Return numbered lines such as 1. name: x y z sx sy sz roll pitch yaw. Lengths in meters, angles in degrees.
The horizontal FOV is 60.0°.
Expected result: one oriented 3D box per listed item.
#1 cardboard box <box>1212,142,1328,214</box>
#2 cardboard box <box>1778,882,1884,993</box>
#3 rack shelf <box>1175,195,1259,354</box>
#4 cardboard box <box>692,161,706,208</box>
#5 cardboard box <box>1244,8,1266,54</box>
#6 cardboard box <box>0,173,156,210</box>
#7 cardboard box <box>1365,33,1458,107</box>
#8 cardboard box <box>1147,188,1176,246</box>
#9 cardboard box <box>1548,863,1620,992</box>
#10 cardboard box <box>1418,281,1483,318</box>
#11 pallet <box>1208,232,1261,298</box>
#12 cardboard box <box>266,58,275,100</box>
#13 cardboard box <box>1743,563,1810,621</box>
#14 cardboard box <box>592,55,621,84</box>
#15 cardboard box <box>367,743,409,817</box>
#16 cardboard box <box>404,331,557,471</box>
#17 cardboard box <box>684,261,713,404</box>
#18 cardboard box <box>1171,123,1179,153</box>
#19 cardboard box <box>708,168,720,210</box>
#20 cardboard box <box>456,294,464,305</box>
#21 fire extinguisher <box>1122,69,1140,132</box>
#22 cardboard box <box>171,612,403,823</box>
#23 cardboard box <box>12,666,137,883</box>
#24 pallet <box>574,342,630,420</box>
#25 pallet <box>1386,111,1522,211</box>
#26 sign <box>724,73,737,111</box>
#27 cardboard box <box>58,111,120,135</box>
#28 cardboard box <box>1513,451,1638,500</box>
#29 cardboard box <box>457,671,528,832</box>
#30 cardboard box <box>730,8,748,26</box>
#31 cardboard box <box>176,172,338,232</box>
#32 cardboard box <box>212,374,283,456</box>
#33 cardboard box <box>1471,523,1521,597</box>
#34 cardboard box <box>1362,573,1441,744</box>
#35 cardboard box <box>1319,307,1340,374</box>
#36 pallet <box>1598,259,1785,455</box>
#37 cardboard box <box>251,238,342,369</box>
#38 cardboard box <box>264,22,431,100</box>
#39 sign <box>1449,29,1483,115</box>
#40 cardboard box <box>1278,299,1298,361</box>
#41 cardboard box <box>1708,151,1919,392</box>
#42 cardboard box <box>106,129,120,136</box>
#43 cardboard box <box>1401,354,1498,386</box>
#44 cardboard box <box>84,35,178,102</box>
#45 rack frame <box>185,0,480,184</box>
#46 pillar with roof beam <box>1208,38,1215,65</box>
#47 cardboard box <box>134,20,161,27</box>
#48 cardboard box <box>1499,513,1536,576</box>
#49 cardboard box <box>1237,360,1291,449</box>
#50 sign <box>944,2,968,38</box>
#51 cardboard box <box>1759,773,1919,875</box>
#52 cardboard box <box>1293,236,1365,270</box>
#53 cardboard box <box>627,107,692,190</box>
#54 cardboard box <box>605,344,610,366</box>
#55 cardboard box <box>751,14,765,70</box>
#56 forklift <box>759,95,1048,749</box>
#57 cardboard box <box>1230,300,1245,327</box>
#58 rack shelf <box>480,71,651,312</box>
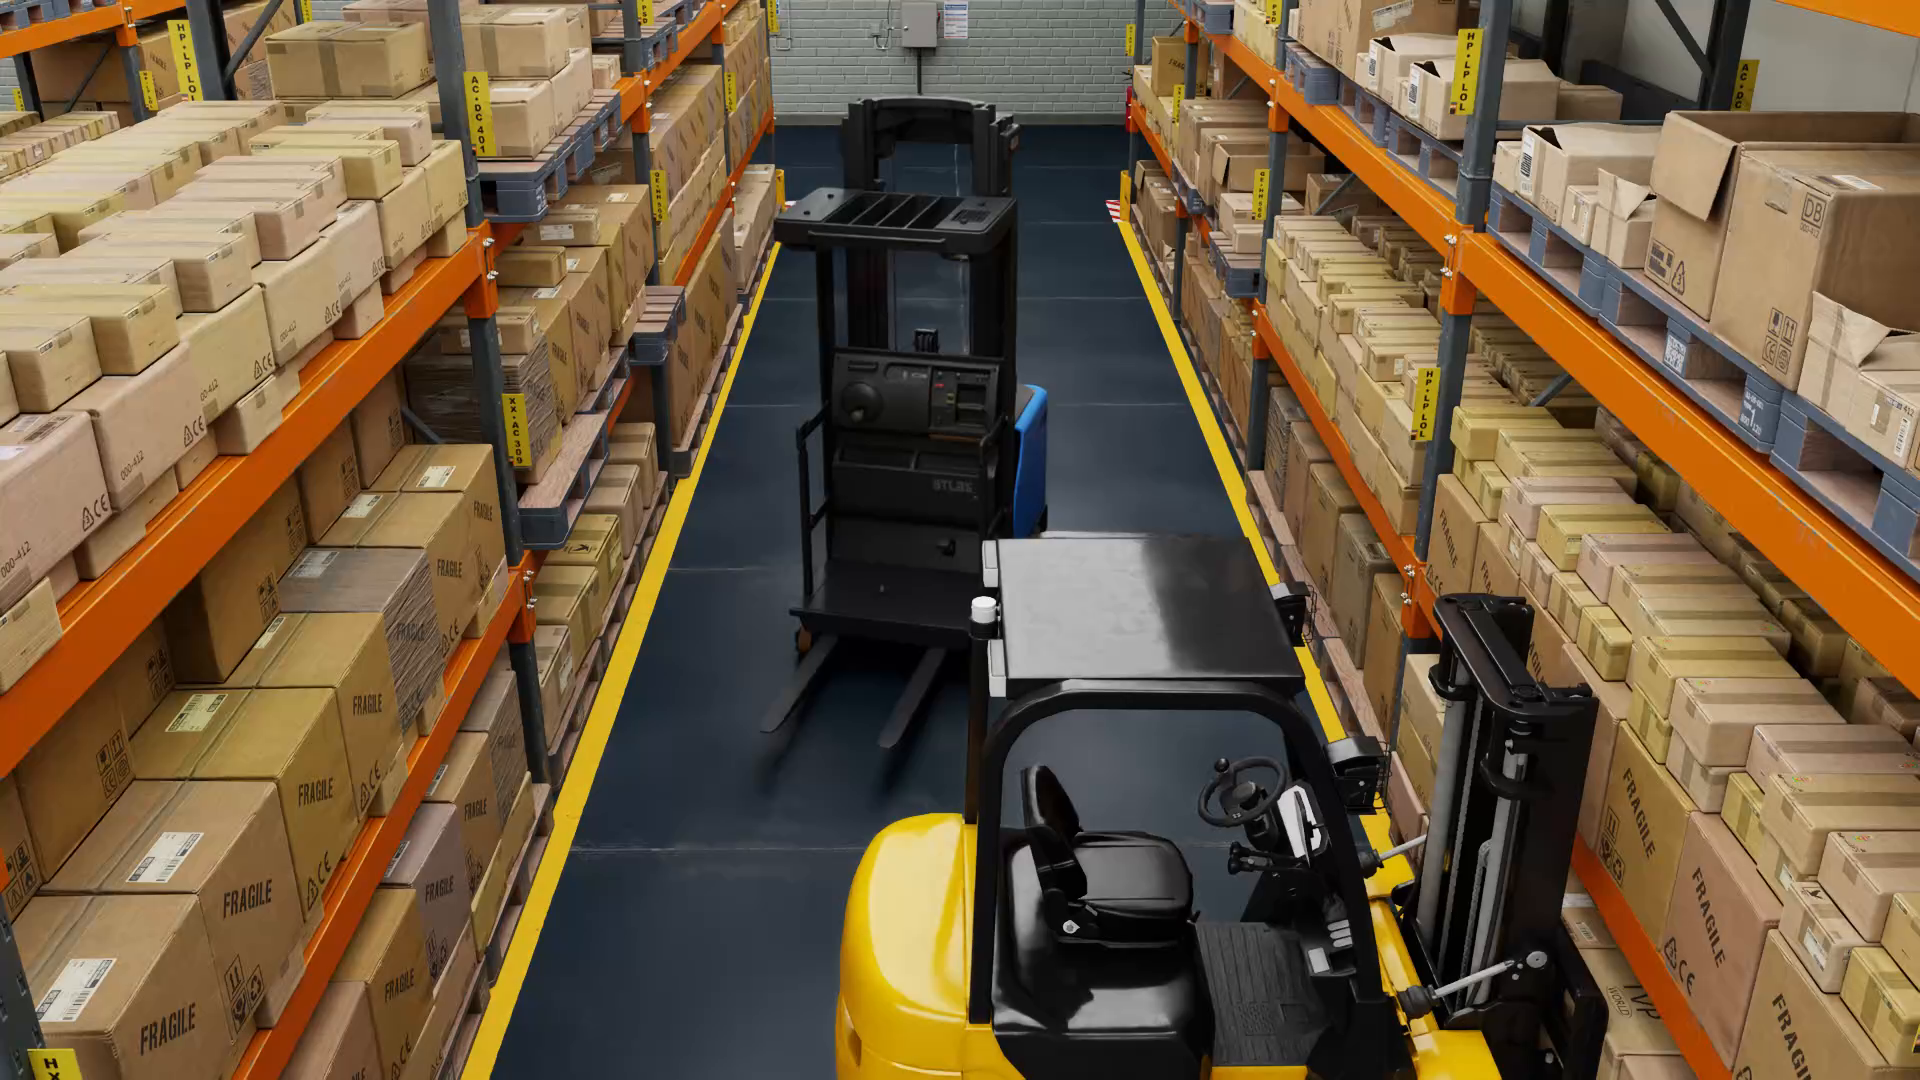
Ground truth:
1. cardboard box: 2.281 -2.650 12.335 0.797 0.503 0.637 -1 24 -2
2. cardboard box: 2.254 0.968 4.061 0.380 0.149 0.250 0 24 0
3. rack shelf: 2.461 -2.237 12.928 1.077 0.370 4.000 0 24 -1
4. cardboard box: -2.229 -2.713 12.685 0.500 0.250 0.500 0 24 0
5. cardboard box: 2.229 -3.456 11.294 0.500 0.250 0.500 0 24 0
6. cardboard box: -2.690 -1.016 5.054 0.380 0.149 0.250 -1 24 -1
7. cardboard box: 2.267 -2.269 7.963 0.500 0.311 0.500 -1 24 -2
8. cardboard box: 2.184 -3.266 16.855 0.500 0.500 0.500 0 24 0
9. cardboard box: 2.229 1.347 5.746 0.500 0.250 0.500 -1 24 -2
10. cardboard box: 2.725 -1.316 9.111 0.380 0.149 0.250 0 24 1
11. pallet: 2.406 -1.932 11.614 1.213 0.211 1.003 0 24 -1
12. cardboard box: -7.253 -4.734 17.095 0.500 0.500 0.500 -1 24 -1
13. cardboard box: 2.786 0.194 5.412 0.380 0.149 0.250 0 24 1
14. cardboard box: -2.267 -2.840 10.054 0.380 0.149 0.250 0 24 -1
15. cardboard box: -2.102 0.807 5.630 0.380 0.149 0.250 0 24 0
16. cardboard box: -2.155 -0.635 7.522 0.500 0.500 0.500 0 24 1
17. cardboard box: -2.410 -1.592 12.699 0.875 0.875 0.875 0 24 0
18. cardboard box: 2.190 -3.664 15.033 0.500 0.250 0.500 0 24 1
19. cardboard box: -2.262 -2.903 13.710 0.500 0.250 0.500 -1 24 -1
20. cardboard box: -2.677 -1.047 8.433 0.500 0.500 0.500 1 24 1
21. fire extinguisher: 1.932 -4.890 18.469 0.296 0.674 0.183 0 24 -1
22. cardboard box: -2.150 0.570 5.368 0.500 0.500 0.500 -1 24 -2
23. cardboard box: -2.615 0.525 4.253 0.700 0.500 0.500 0 24 0
24. pallet: -2.418 -0.814 9.142 1.003 0.211 1.213 0 24 -1
25. pallet: 2.504 -1.735 7.538 0.805 0.209 1.217 -1 24 -3
26. sign: -1.981 -3.863 14.341 0.100 0.325 0.005 0 24 -1
27. cardboard box: -7.273 -3.484 13.887 0.380 0.149 0.250 1 24 2
28. cardboard box: 2.339 -0.224 6.335 0.380 0.149 0.250 -1 24 -2
29. cardboard box: -2.162 0.894 7.050 0.500 0.500 0.500 -1 24 -1
30. cardboard box: -2.294 -5.137 16.347 0.380 0.149 0.250 0 24 1
31. cardboard box: -2.133 -1.020 5.062 0.380 0.149 0.250 0 24 0
32. cardboard box: -2.090 -0.343 4.533 0.380 0.149 0.250 0 24 0
33. cardboard box: 2.293 0.261 6.412 0.500 0.500 0.500 0 24 0
34. cardboard box: 2.510 0.584 8.192 0.875 0.625 0.625 1 24 2
35. cardboard box: 2.267 -1.083 9.081 0.500 0.250 0.500 0 24 0
36. pallet: 2.573 -0.566 4.828 1.003 0.211 1.213 0 24 -1
37. cardboard box: -2.144 -0.694 4.825 0.500 0.250 0.500 0 24 1
38. cardboard box: -2.570 -2.024 7.011 0.500 0.250 0.500 0 24 1
39. sign: 1.984 -1.831 6.510 0.100 0.325 0.005 0 24 -1
40. cardboard box: 2.244 -1.281 10.124 0.500 0.250 0.500 -1 24 -2
41. cardboard box: 2.411 -0.697 4.258 0.700 0.500 0.500 0 24 0
42. cardboard box: -7.271 -3.350 13.952 0.380 0.149 0.250 0 24 1
43. cardboard box: 2.330 -0.780 7.927 0.380 0.149 0.250 0 24 -1
44. cardboard box: -7.234 -4.124 14.534 0.500 0.500 0.500 0 24 1
45. rack frame: -2.436 -2.802 6.025 1.000 3.000 0.127 0 24 -1
46. pillar with roof beam: -1.037 -8.866 19.433 9.100 9.000 0.400 0 24 -1
47. cardboard box: -7.750 -4.554 15.483 0.500 0.500 0.500 0 24 1
48. cardboard box: 2.231 0.015 6.168 0.380 0.149 0.250 0 24 1
49. cardboard box: 2.264 -0.966 11.770 0.500 0.500 0.500 0 24 1
50. sign: -0.058 -7.330 23.432 0.329 0.494 0.001 0 24 -1
51. cardboard box: 2.292 0.724 4.240 0.380 0.149 0.250 0 24 1
52. cardboard box: 2.225 -1.733 10.033 0.380 0.149 0.250 0 24 1
53. cardboard box: -2.246 -2.840 12.054 0.500 0.500 0.500 0 24 1
54. cardboard box: -2.145 -1.021 9.163 0.380 0.149 0.250 -1 24 -2
55. cardboard box: -2.289 -5.101 17.054 0.500 0.500 0.500 0 24 0
56. forklift: -0.296 -0.769 8.894 1.130 2.935 3.031 6 25 13
57. cardboard box: 2.271 -1.723 12.657 0.380 0.149 0.250 -1 24 -1
58. rack shelf: -2.458 -1.931 8.613 1.077 0.370 4.000 0 24 -1
